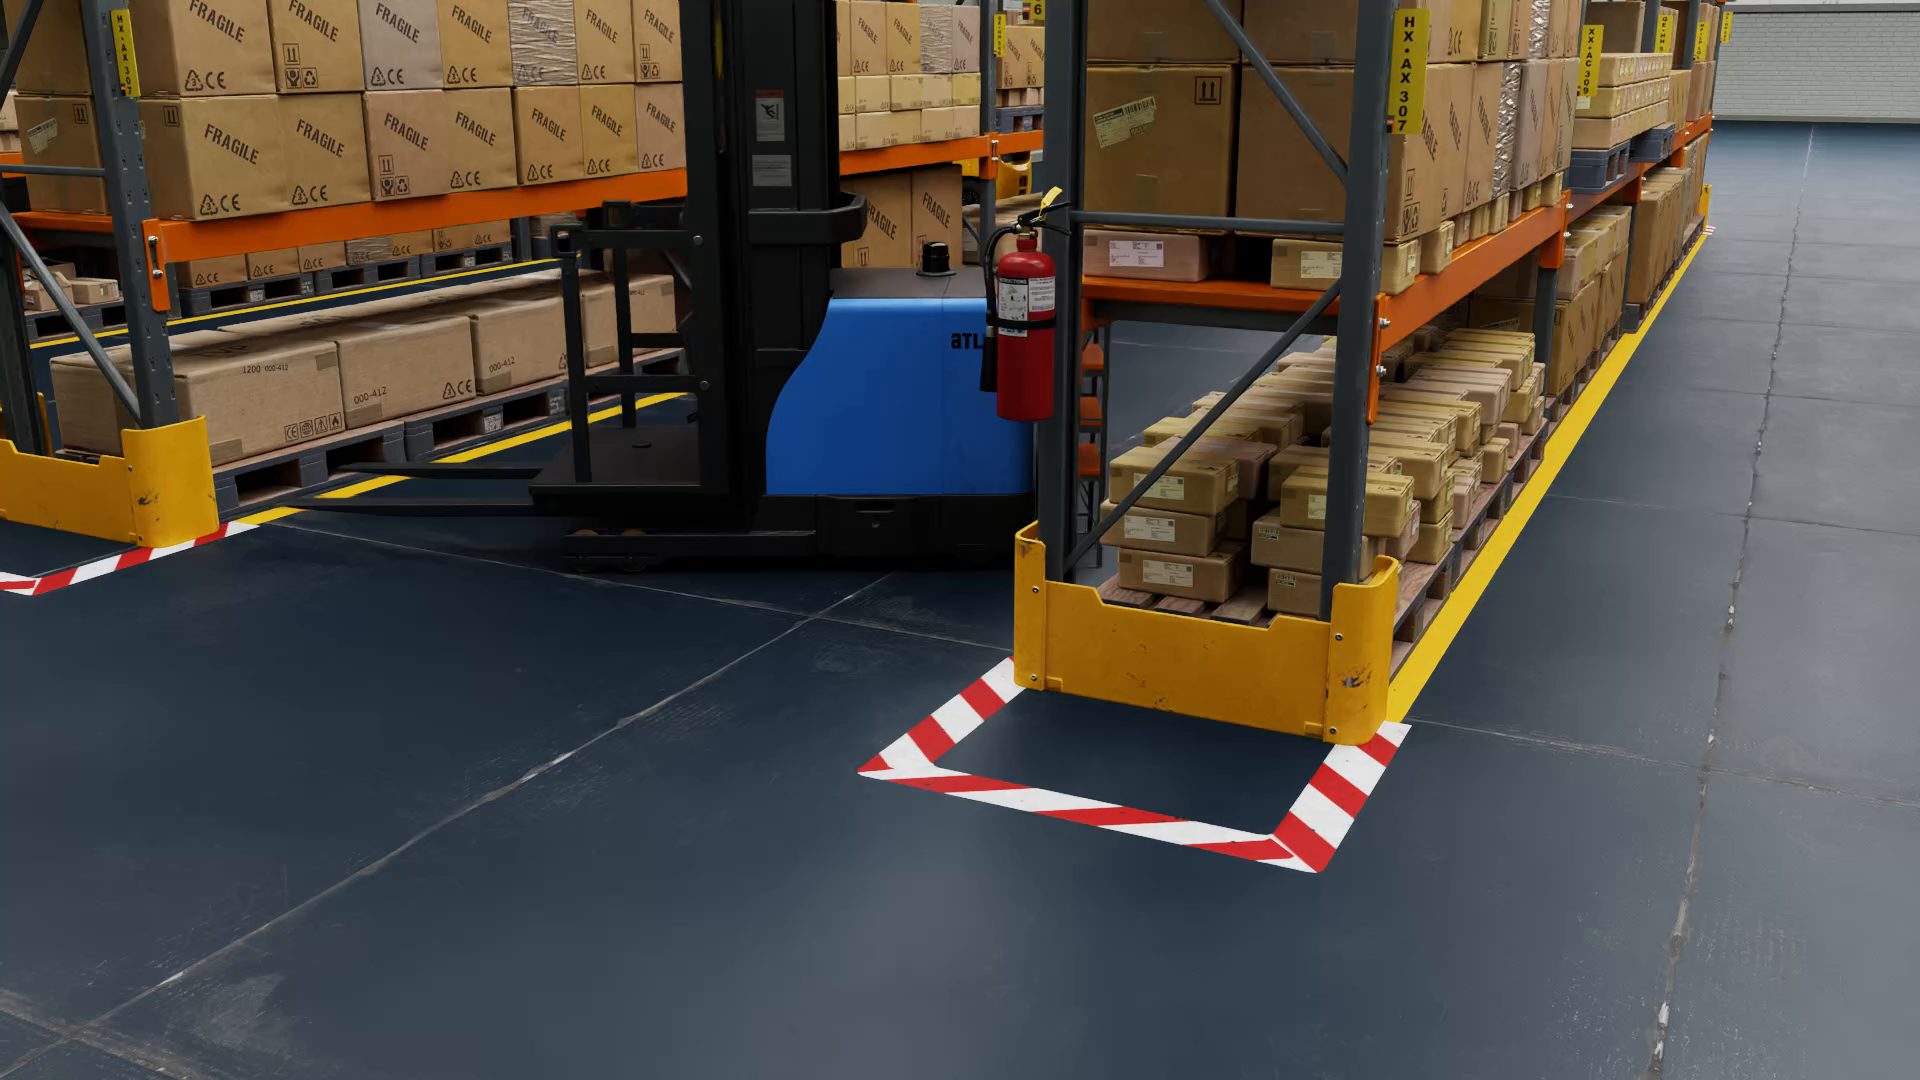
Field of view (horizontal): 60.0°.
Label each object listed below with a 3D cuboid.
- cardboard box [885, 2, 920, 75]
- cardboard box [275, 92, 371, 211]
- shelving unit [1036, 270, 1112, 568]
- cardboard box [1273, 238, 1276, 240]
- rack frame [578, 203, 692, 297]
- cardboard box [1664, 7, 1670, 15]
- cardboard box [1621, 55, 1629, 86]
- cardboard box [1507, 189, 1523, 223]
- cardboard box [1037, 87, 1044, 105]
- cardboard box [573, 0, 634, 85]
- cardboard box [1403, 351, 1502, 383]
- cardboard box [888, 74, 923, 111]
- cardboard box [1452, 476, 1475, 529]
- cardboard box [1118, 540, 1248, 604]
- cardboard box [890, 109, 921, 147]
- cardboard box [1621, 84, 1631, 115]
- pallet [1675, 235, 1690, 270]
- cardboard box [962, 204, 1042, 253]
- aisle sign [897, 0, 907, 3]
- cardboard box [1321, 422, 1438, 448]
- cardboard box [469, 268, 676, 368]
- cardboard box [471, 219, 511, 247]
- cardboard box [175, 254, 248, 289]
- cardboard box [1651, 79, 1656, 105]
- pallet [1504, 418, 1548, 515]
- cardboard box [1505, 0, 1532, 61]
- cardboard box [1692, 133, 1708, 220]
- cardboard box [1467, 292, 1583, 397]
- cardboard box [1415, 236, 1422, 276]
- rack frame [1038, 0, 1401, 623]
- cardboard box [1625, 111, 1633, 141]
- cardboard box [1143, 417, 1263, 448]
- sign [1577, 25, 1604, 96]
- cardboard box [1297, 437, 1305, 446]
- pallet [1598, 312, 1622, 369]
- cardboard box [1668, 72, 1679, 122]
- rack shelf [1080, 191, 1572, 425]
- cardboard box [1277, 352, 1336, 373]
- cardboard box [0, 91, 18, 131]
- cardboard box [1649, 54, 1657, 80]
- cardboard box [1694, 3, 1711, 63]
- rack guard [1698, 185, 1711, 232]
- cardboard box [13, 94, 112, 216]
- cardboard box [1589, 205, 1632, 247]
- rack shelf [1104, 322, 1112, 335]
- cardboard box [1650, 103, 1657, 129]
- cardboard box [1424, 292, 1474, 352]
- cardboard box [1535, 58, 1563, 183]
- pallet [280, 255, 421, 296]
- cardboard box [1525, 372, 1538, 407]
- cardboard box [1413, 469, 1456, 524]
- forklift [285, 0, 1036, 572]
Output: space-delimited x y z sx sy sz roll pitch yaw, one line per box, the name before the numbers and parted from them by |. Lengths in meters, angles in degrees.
cardboard box | -0.626 -3.662 12.155 0.500 0.500 0.500 8 18 25
cardboard box | -3.081 -1.786 7.593 0.500 0.500 0.500 8 18 25
shelving unit | 0.451 -0.534 6.711 0.258 1.200 0.503 0 17 0
cardboard box | 0.949 -1.107 5.923 0.380 0.149 0.250 9 19 27
rack frame | -1.967 -2.539 10.303 1.000 3.000 0.127 8 18 25
cardboard box | 5.411 -4.112 13.670 0.700 0.500 0.500 8 18 26
cardboard box | 3.214 -2.414 8.544 0.380 0.149 0.250 9 19 27
cardboard box | 2.166 -1.436 7.033 0.380 0.149 0.250 7 18 23
cardboard box | 0.594 -3.897 14.579 0.380 0.149 0.250 8 18 26
cardboard box | -2.164 -2.782 9.192 0.500 0.500 0.500 8 18 25
cardboard box | 2.212 -0.740 7.473 0.380 0.149 0.250 9 19 27
cardboard box | -0.605 -3.306 12.271 0.500 0.250 0.500 8 18 24
cardboard box | 1.819 -0.165 6.581 0.380 0.149 0.250 7 18 23
cardboard box | 0.768 0.089 5.726 0.380 0.149 0.250 8 19 26
cardboard box | -0.627 -3.065 12.340 0.500 0.250 0.500 8 18 25
cardboard box | 3.323 -2.332 8.789 0.380 0.149 0.250 9 19 27
pallet | 6.491 -2.819 16.146 1.003 0.211 1.213 8 18 25
cardboard box | 0.405 -2.831 15.165 0.950 0.372 0.625 8 18 24
aisle sign | -0.755 -7.451 22.278 0.394 0.787 0.004 8 18 25
cardboard box | 1.537 -0.333 6.102 0.380 0.149 0.250 7 18 23
cardboard box | -2.343 -1.366 10.116 0.875 0.438 0.875 8 18 25
cardboard box | -4.618 -3.056 15.698 0.500 0.500 0.500 9 19 27
cardboard box | -5.991 -2.267 13.041 0.500 0.500 0.500 9 19 28
cardboard box | 4.022 -2.731 10.132 0.380 0.149 0.250 8 18 25
pallet | 2.239 -0.422 8.076 1.003 0.211 1.213 8 18 25
cardboard box | 1.854 -2.055 6.222 0.500 0.500 0.500 7 18 24
cardboard box | 7.625 -3.993 18.194 0.875 0.875 0.875 8 18 26
cardboard box | 3.074 -1.092 9.086 0.500 0.500 0.500 9 19 28
cardboard box | 1.234 -0.906 5.249 0.380 0.149 0.250 9 19 27
rack frame | 0.720 -0.916 4.839 1.000 3.000 0.127 8 18 25
cardboard box | 3.441 -2.256 9.054 0.380 0.149 0.250 8 18 26
cardboard box | 0.895 -0.342 6.131 0.380 0.149 0.250 8 18 24
sign | 2.996 -2.283 7.921 0.100 0.325 0.005 8 18 25
cardboard box | 1.151 -0.330 6.614 0.380 0.149 0.250 8 18 26
pallet | 3.944 -1.418 11.428 1.003 0.211 1.213 8 18 25
cardboard box | 5.411 -3.466 13.251 0.500 0.500 0.500 8 18 25
rack shelf | 1.613 -1.080 6.657 1.077 0.370 4.000 8 18 25
cardboard box | 1.640 -0.736 7.459 0.380 0.149 0.250 9 19 27
cardboard box | -6.629 -2.950 11.428 0.500 0.250 0.500 8 18 26
cardboard box | 3.906 -2.807 9.867 0.380 0.149 0.250 9 19 28
cardboard box | 6.783 -4.927 16.183 0.875 0.550 0.550 8 18 25
rack guard | 7.880 -3.799 18.937 1.175 0.500 0.348 8 18 25
cardboard box | -3.775 -1.724 7.386 0.500 0.500 0.500 8 18 26
cardboard box | 4.223 -2.109 11.191 0.500 0.250 0.500 8 18 24
rack shelf | 0.455 -0.911 6.599 0.258 0.148 0.480 0 17 0
cardboard box | 4.143 -2.659 10.411 0.380 0.149 0.250 8 18 25
cardboard box | 2.612 -1.158 9.309 0.500 0.500 0.500 8 18 24
cardboard box | 2.311 -1.834 7.233 0.500 0.500 0.500 8 18 24
pallet | -5.535 -2.356 14.587 1.003 0.211 1.213 8 18 25
cardboard box | 2.541 -0.721 7.930 0.380 0.149 0.250 7 18 23
cardboard box | 1.598 -0.182 6.115 0.380 0.149 0.250 9 19 27
forklift | -1.215 -1.429 6.687 3.031 2.935 1.130 0 17 0
